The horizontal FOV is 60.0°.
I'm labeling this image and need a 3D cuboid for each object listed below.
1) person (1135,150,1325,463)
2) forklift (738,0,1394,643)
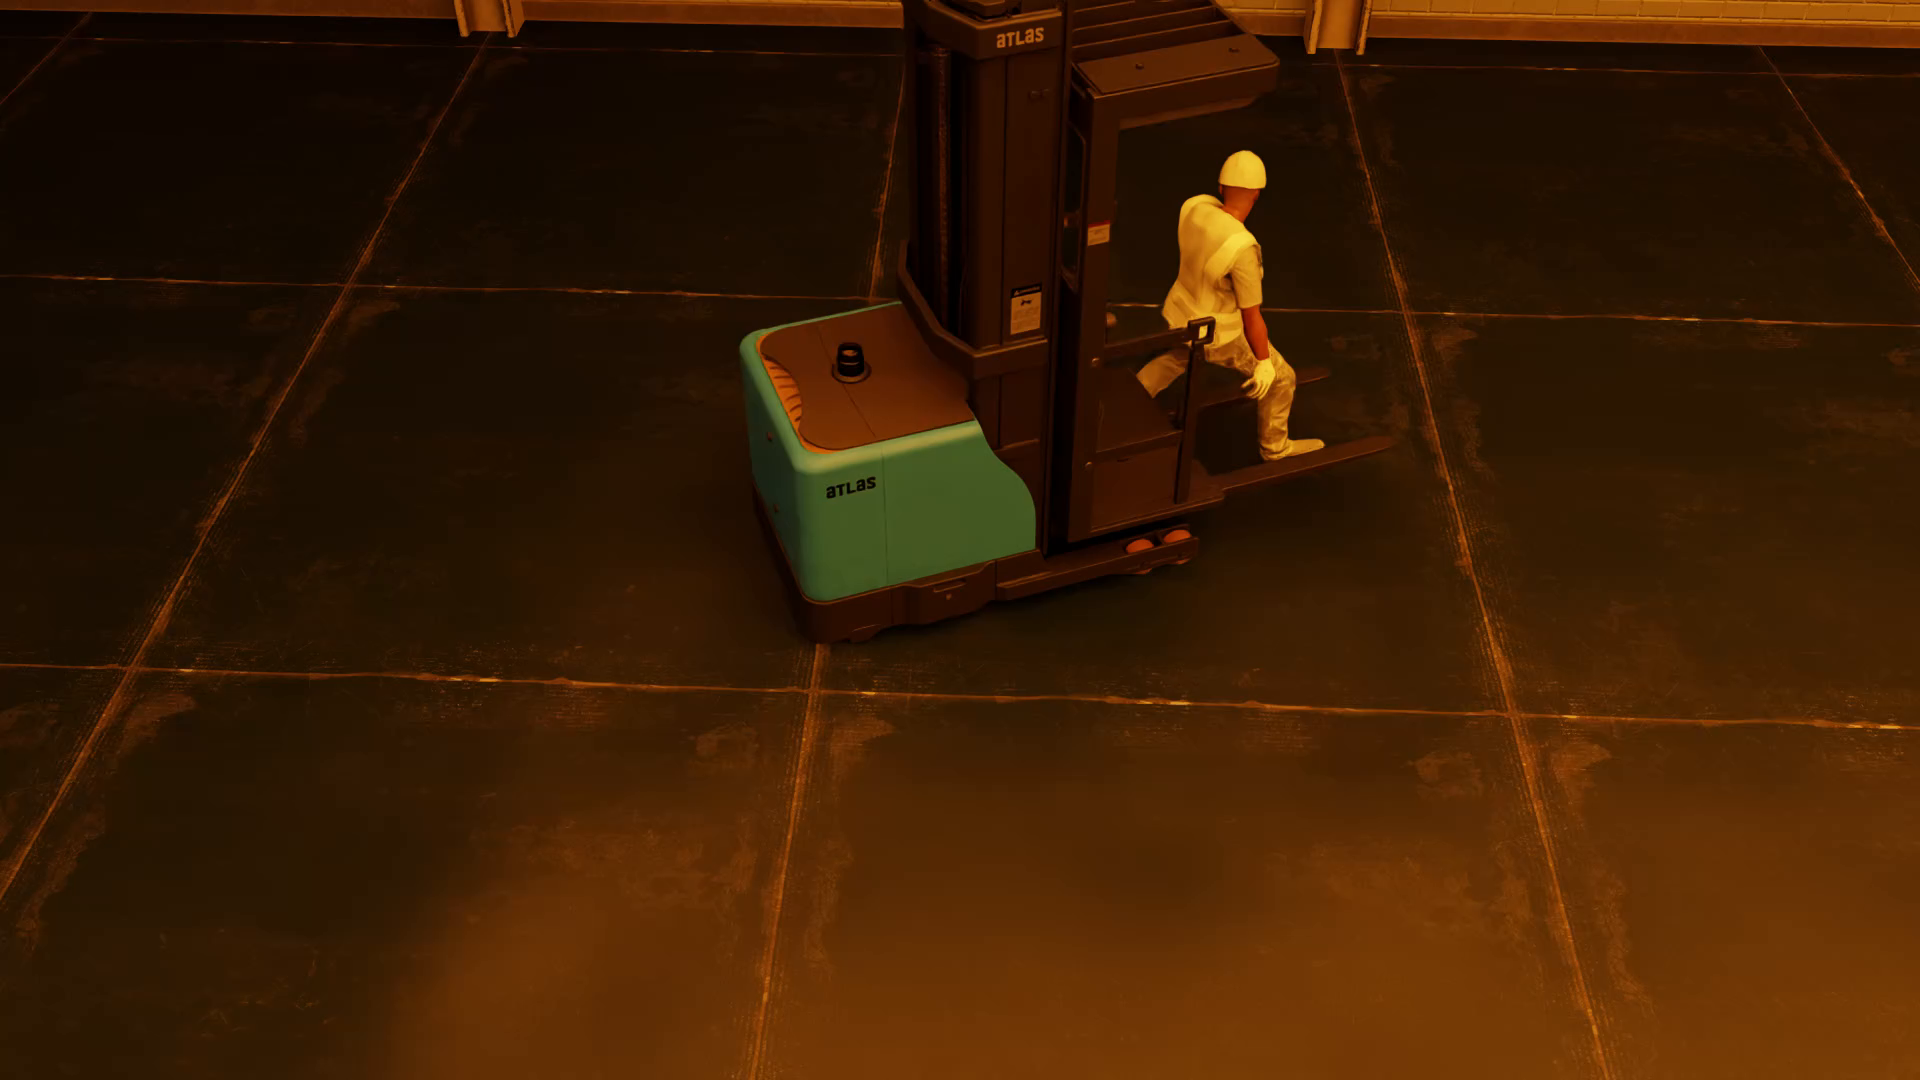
[{"bbox_3d":[1.265,-1.049,7.813,0.876,1.642,0.823,-17,45,-17],"label":"person"},{"bbox_3d":[0.583,-1.242,7.103,3.031,2.935,1.130,-14,44,-15],"label":"forklift"}]
